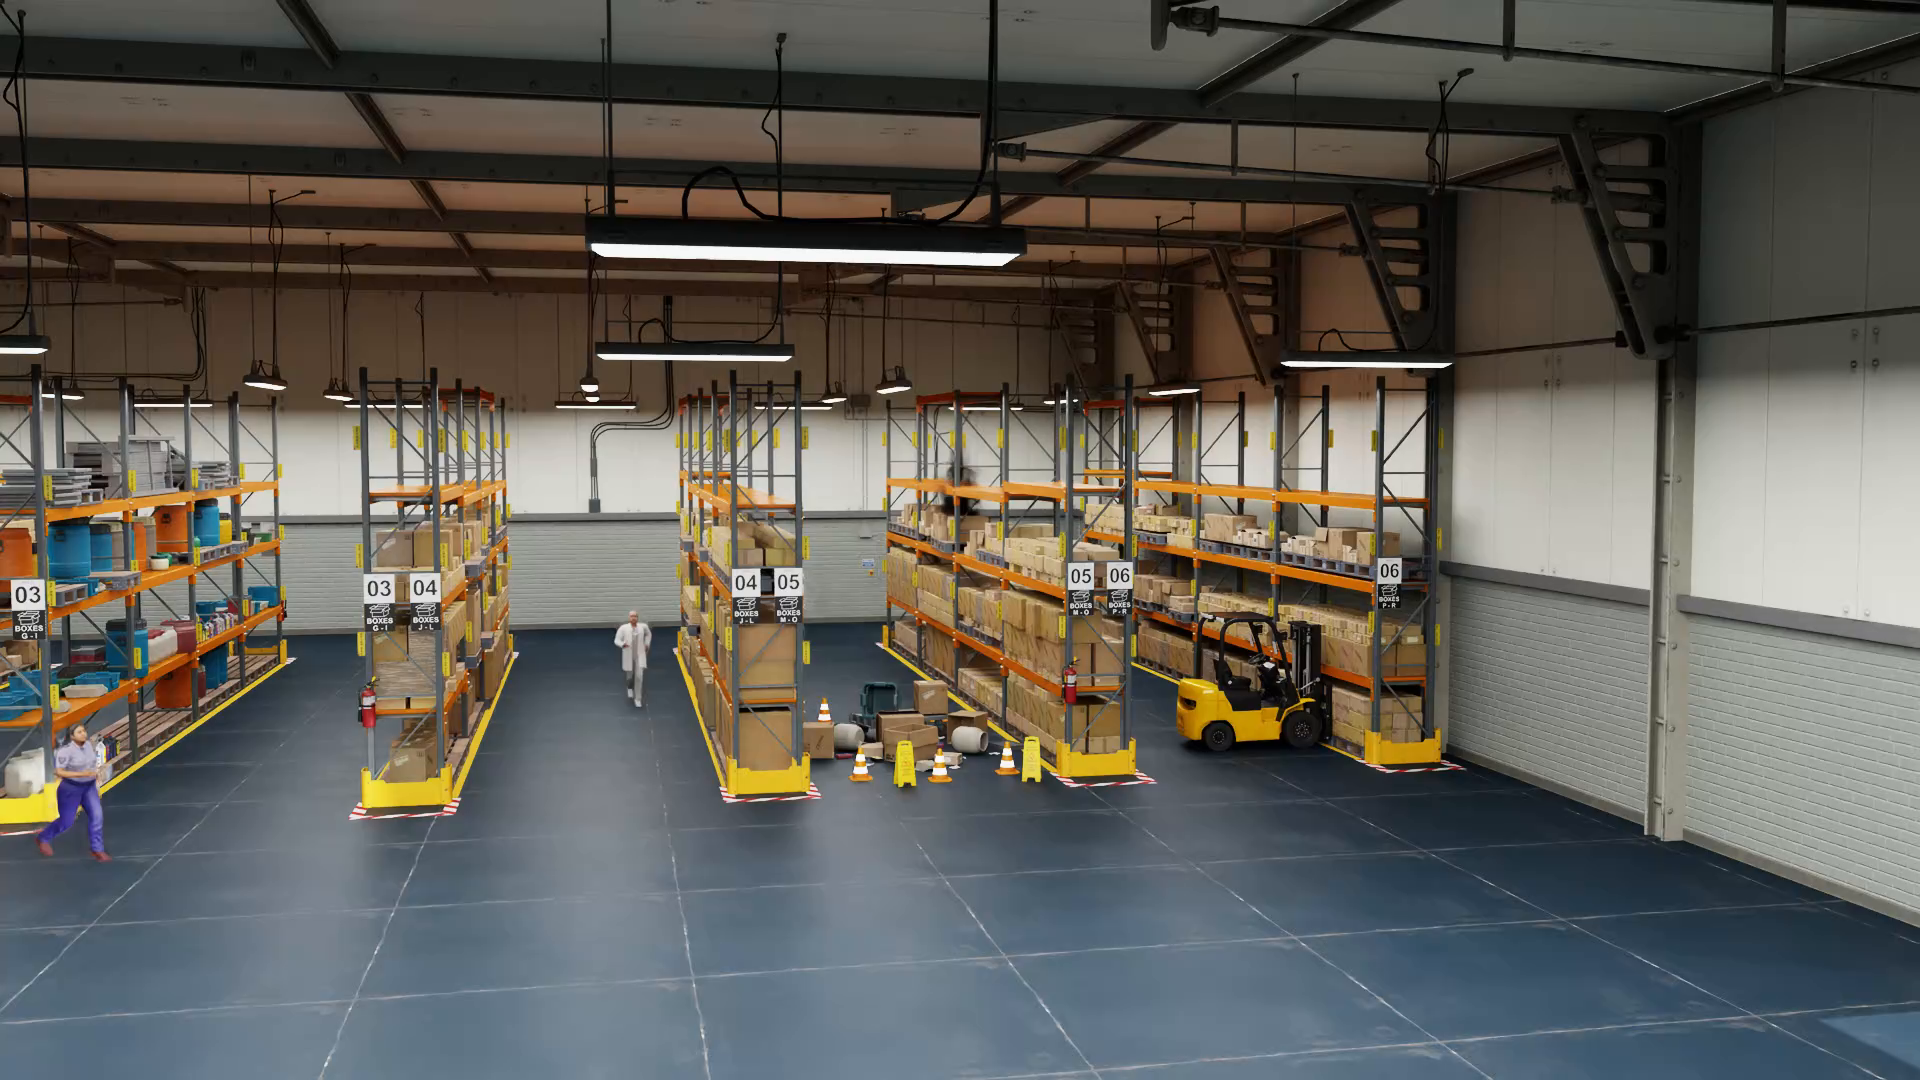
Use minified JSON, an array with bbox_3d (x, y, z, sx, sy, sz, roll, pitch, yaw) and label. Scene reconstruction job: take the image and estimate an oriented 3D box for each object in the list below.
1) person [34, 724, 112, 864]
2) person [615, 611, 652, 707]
[{"bbox_3d":[-10.544,3.009,19.811,0.933,1.672,0.615,1,4,20],"label":"person"},{"bbox_3d":[-6.183,2.227,31.540,0.712,1.776,1.037,-1,4,-16],"label":"person"}]
